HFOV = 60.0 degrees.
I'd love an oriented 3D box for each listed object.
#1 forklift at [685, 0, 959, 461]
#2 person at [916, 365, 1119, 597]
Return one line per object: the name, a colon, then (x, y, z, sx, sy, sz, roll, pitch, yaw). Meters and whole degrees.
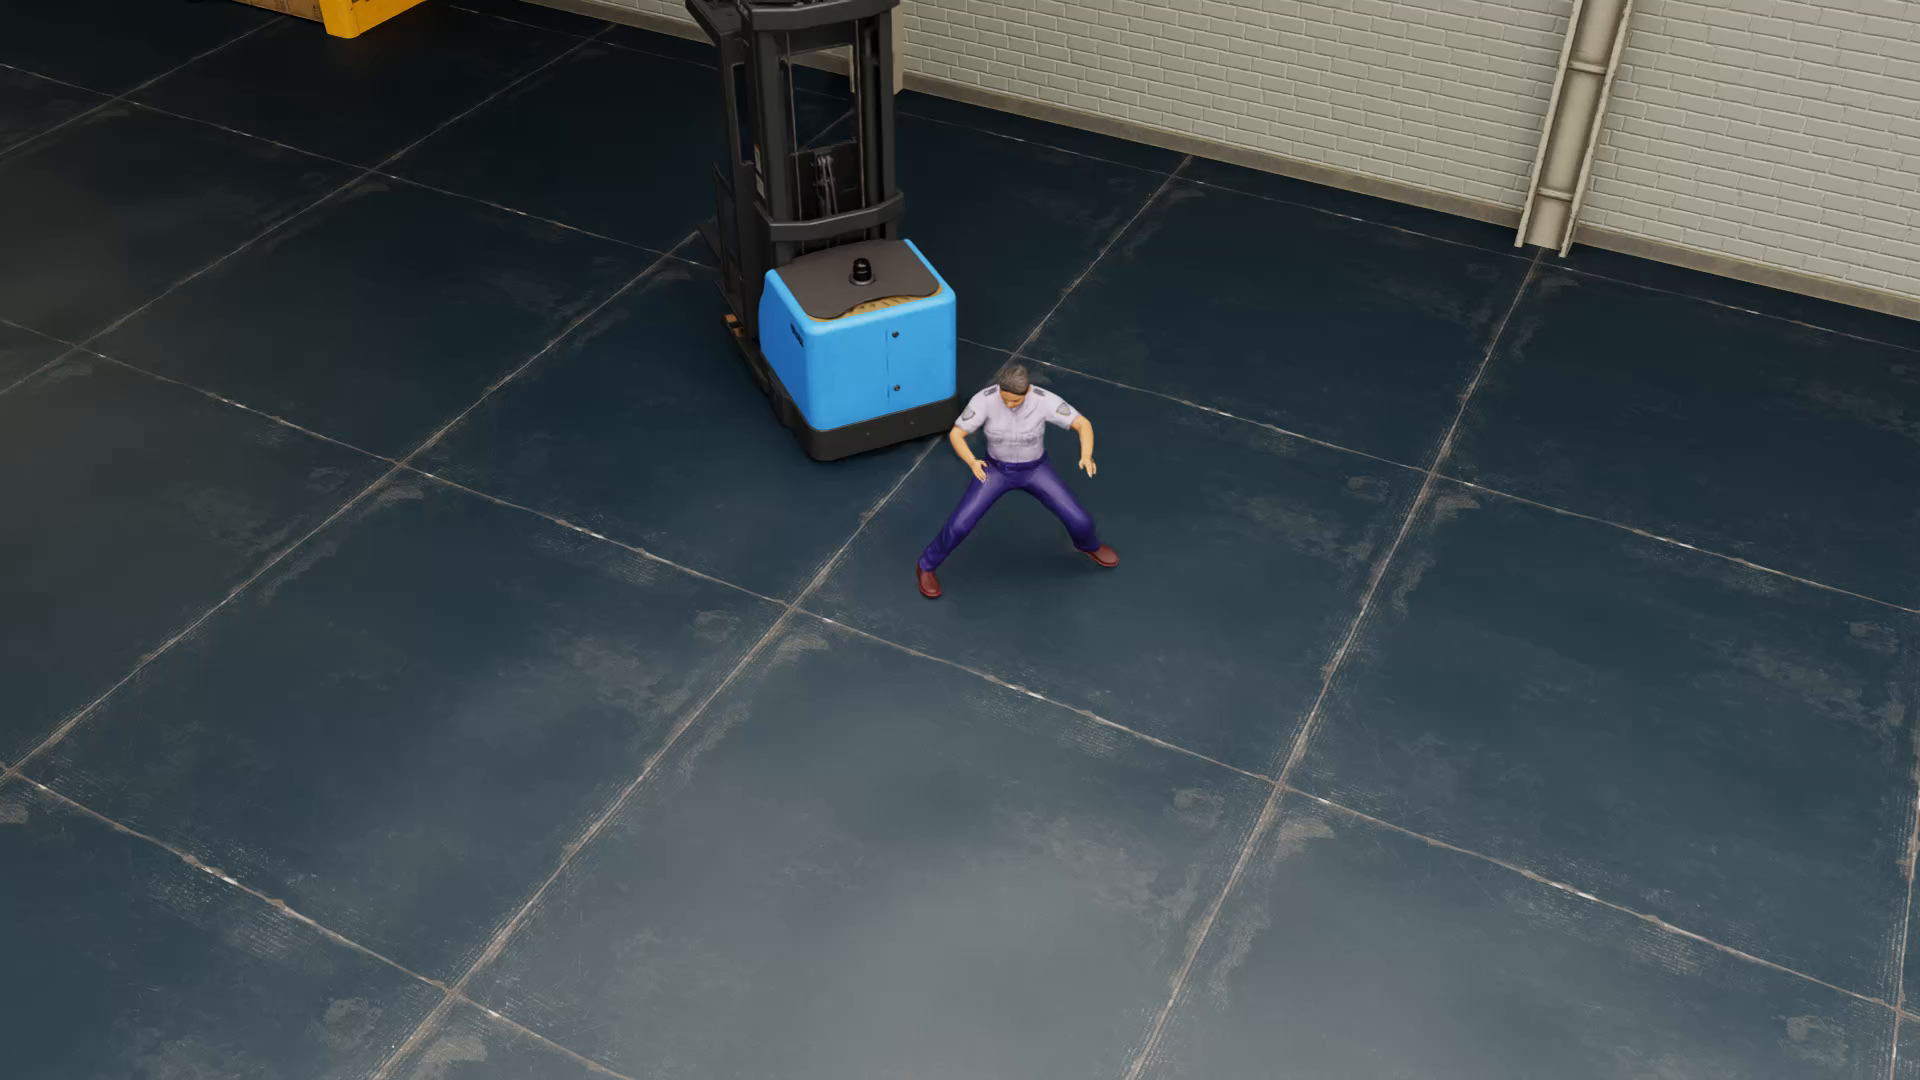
forklift: (-1.078, -2.580, 11.050, 1.130, 2.935, 3.031, -16, 43, -18)
person: (0.344, -0.351, 9.568, 1.205, 1.430, 0.625, 5, 40, 6)
